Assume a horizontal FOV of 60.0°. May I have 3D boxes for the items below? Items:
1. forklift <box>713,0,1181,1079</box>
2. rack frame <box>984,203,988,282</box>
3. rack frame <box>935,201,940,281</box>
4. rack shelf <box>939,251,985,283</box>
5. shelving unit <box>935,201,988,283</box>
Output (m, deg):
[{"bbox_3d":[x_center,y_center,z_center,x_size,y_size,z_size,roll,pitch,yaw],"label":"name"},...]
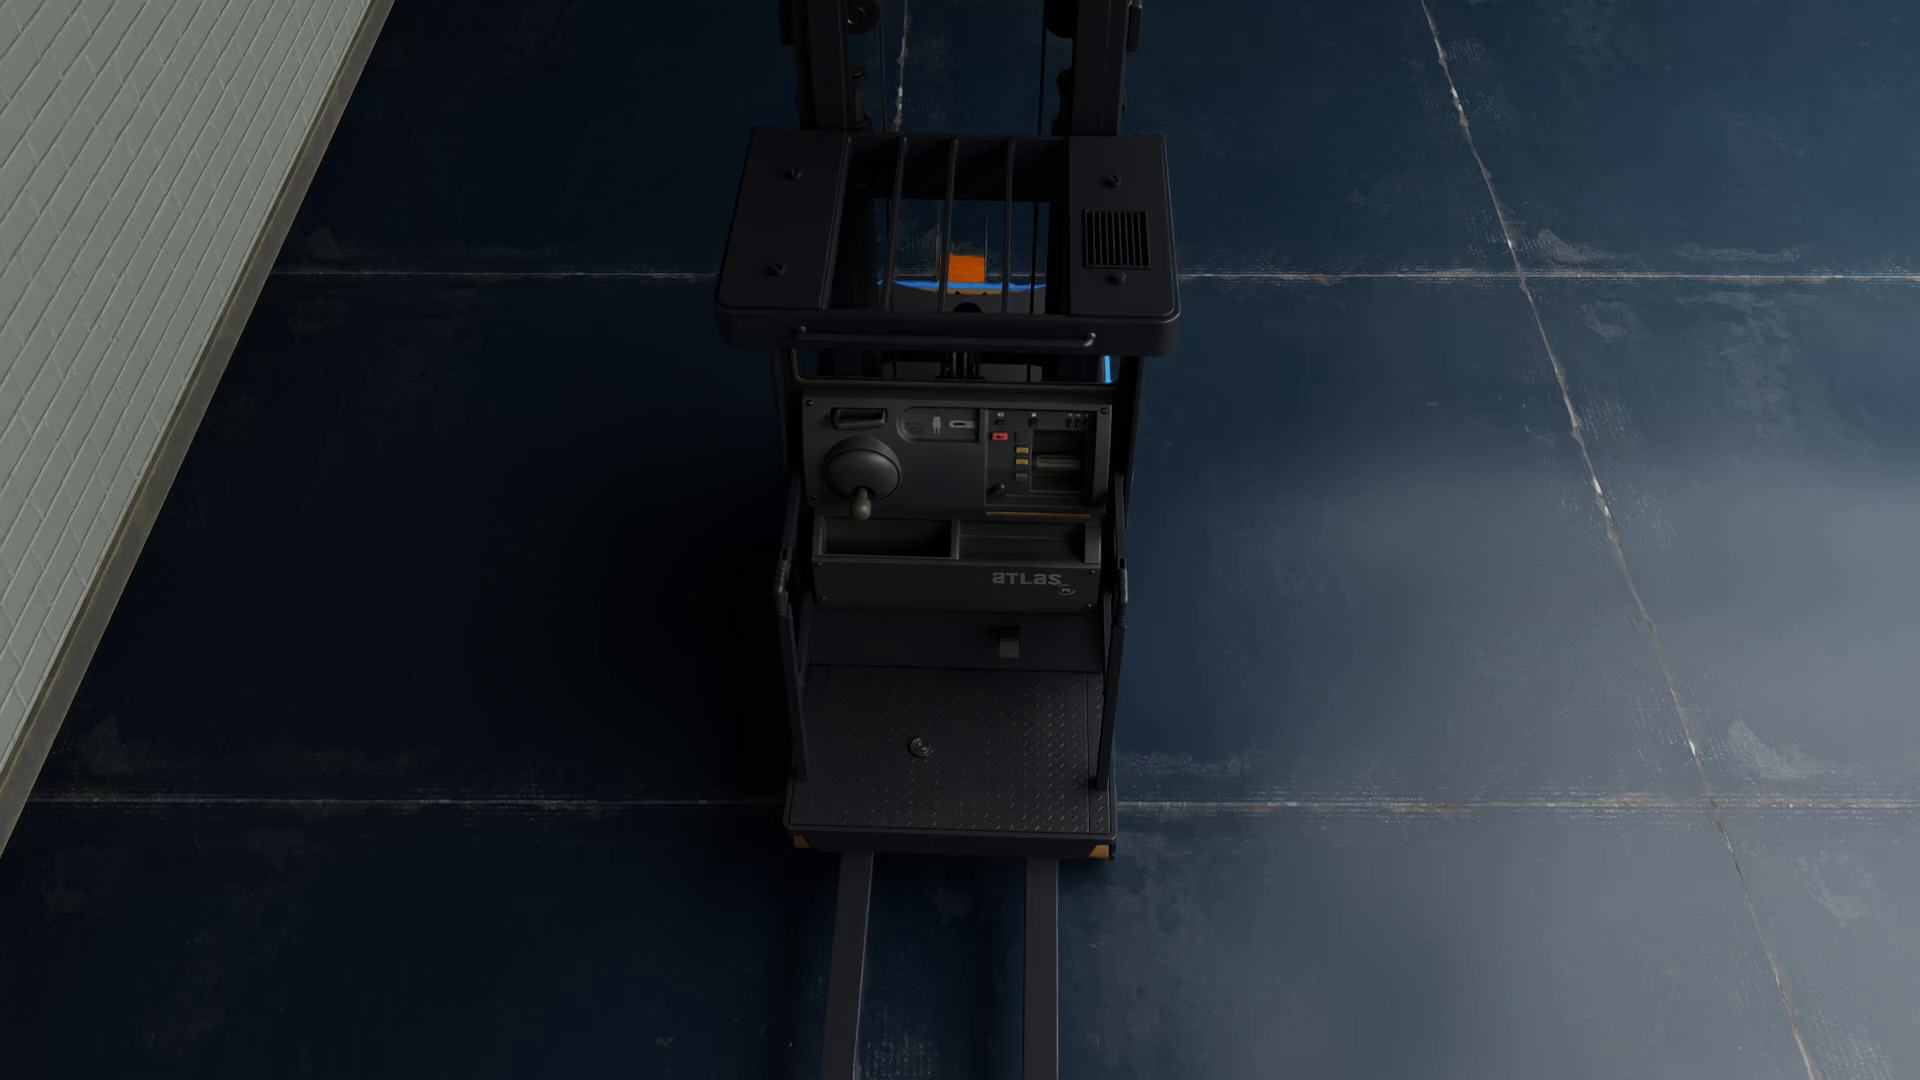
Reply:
[{"bbox_3d":[-0.017,-0.153,4.890,1.130,2.935,3.031,2,47,1],"label":"forklift"},{"bbox_3d":[0.098,-0.780,6.655,0.006,1.200,0.240,2,47,1],"label":"rack frame"},{"bbox_3d":[-0.085,-0.785,6.660,0.006,1.200,0.240,2,47,1],"label":"rack frame"},{"bbox_3d":[0.007,-0.999,6.428,0.180,0.103,0.258,2,47,1],"label":"rack shelf"},{"bbox_3d":[0.007,-0.782,6.657,0.189,1.200,0.258,2,47,1],"label":"shelving unit"}]
